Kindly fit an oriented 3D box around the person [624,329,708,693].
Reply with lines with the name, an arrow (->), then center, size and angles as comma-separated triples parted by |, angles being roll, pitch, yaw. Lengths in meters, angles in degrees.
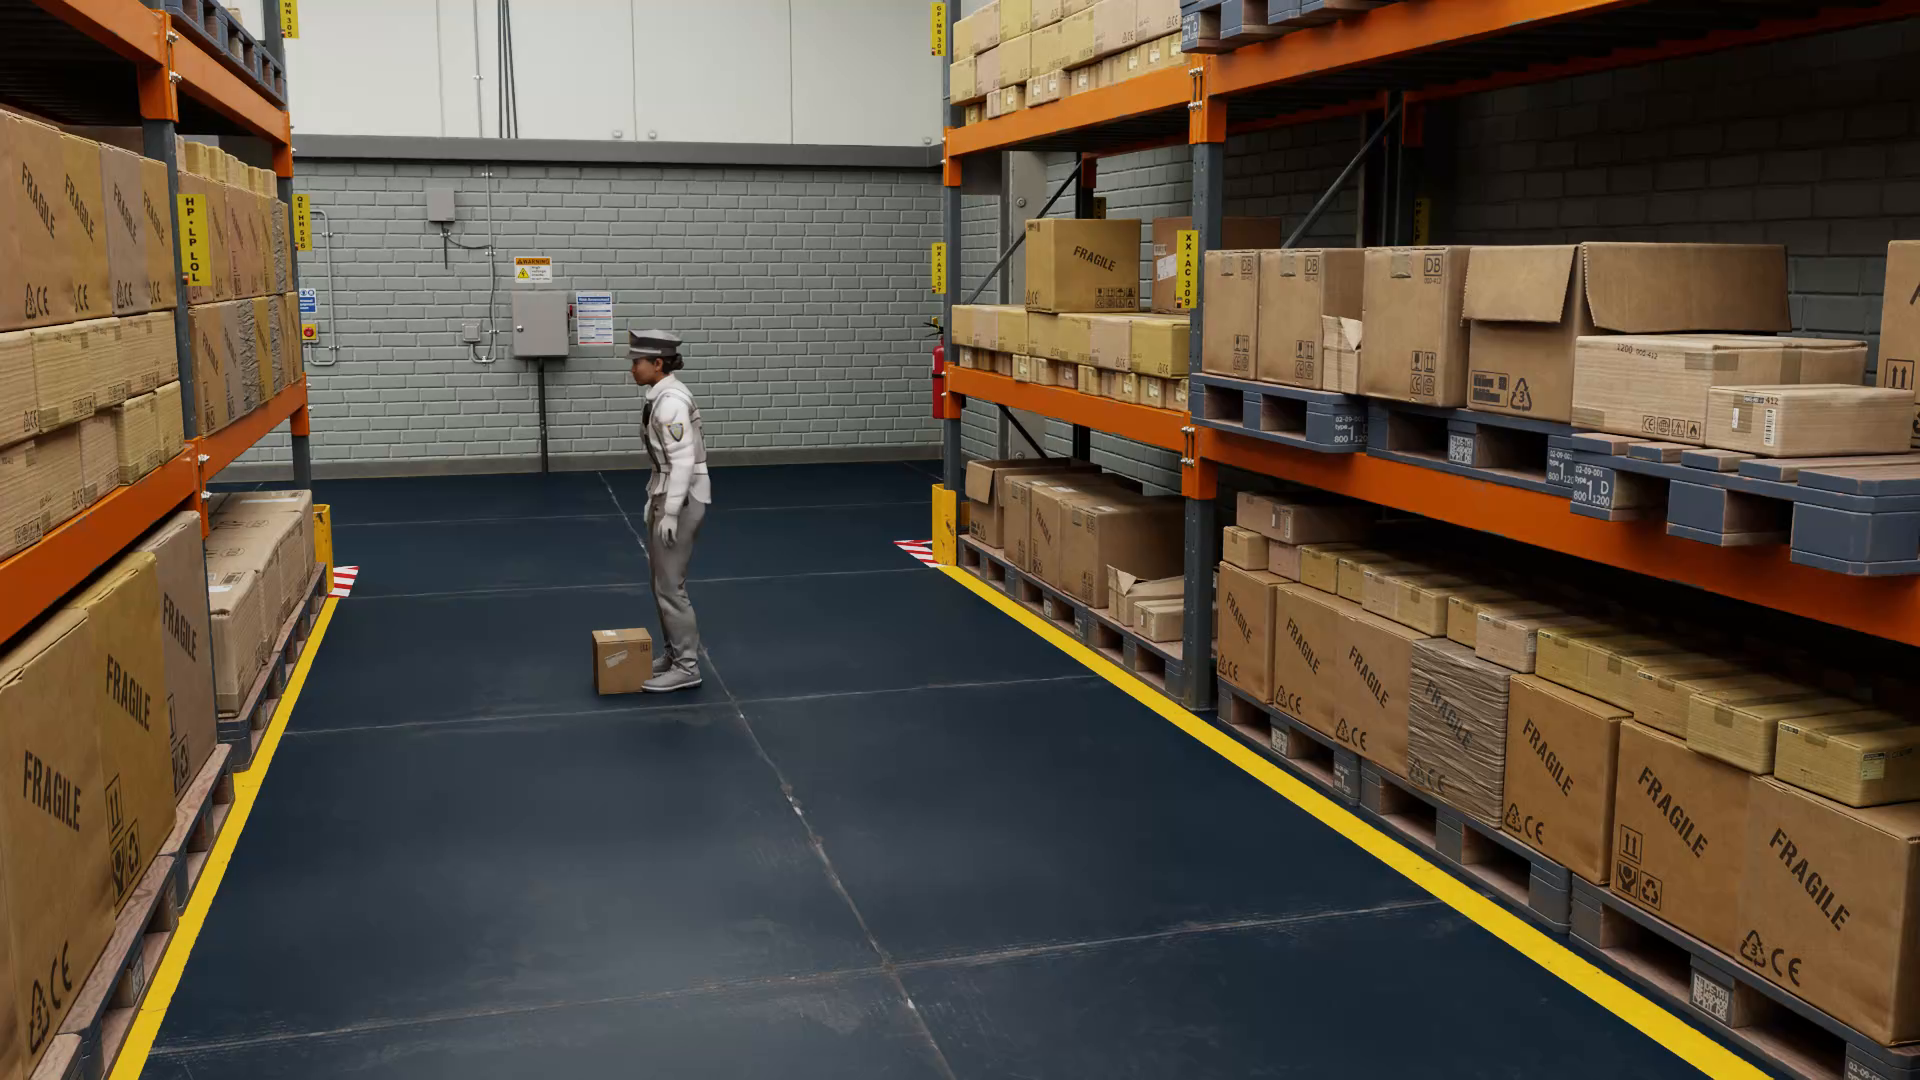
person -> -1.371, -0.149, 7.764 | 0.356, 1.665, 0.461 | -3, 10, -18
